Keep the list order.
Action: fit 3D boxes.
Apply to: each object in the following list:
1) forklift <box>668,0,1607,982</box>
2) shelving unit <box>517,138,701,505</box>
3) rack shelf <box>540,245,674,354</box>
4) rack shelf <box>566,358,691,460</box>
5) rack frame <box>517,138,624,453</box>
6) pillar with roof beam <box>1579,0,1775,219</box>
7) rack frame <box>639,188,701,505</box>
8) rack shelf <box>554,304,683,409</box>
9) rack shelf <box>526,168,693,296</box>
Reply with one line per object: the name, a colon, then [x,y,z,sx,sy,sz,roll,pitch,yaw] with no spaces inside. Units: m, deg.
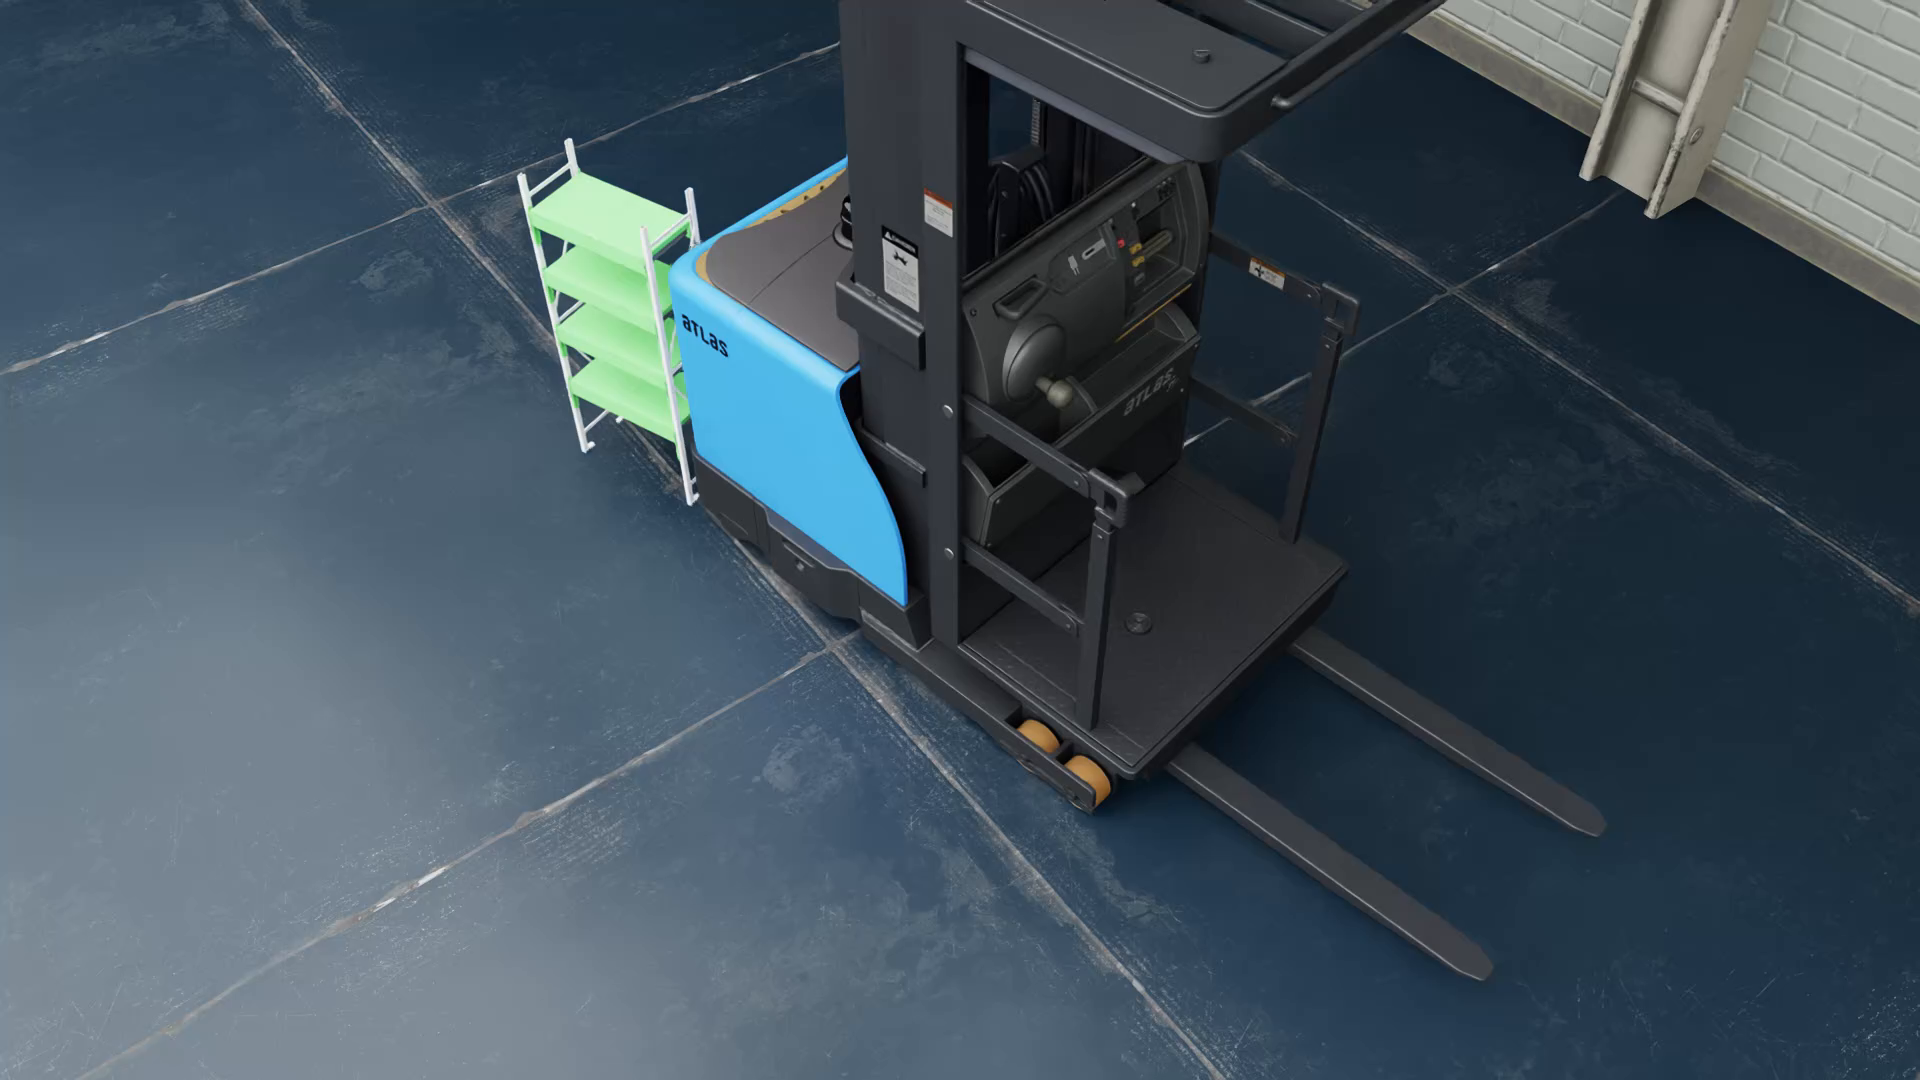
forklift: [0.508,-0.615,4.330,3.031,2.935,1.130,35,57,27]
shelving unit: [-1.097,-0.700,5.575,0.503,1.200,0.258,25,53,21]
rack shelf: [-1.097,-0.818,5.444,0.480,0.148,0.258,25,53,21]
rack shelf: [-1.097,-0.496,5.800,0.480,0.148,0.258,25,53,21]
rack frame: [-1.302,-0.797,5.663,0.015,1.200,0.240,25,53,21]
pillar with roof beam: [-0.516,-2.618,2.049,9.100,9.000,0.400,-29,54,-24]
rack frame: [-0.891,-0.603,5.487,0.015,1.200,0.240,25,53,21]
rack shelf: [-1.097,-0.657,5.622,0.480,0.148,0.258,25,53,21]
rack shelf: [-1.097,-0.980,5.267,0.480,0.148,0.258,25,53,21]
